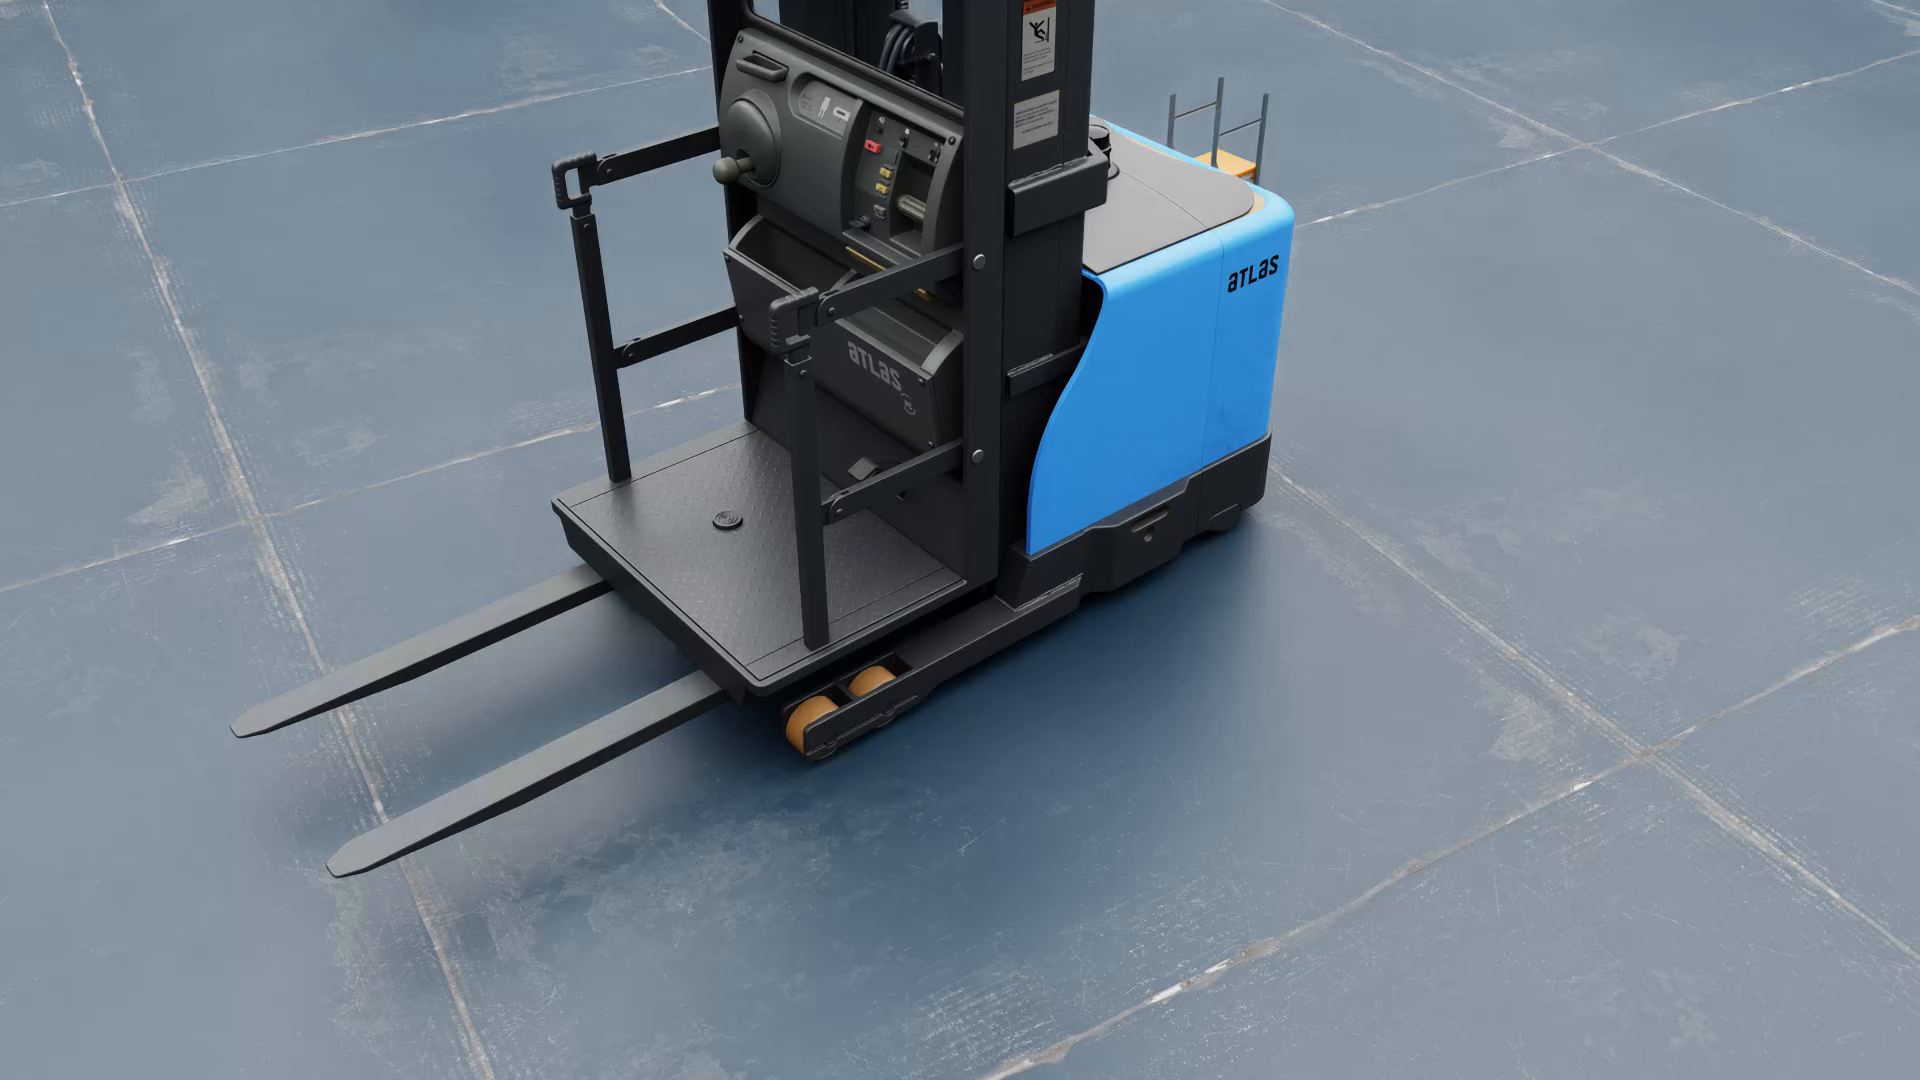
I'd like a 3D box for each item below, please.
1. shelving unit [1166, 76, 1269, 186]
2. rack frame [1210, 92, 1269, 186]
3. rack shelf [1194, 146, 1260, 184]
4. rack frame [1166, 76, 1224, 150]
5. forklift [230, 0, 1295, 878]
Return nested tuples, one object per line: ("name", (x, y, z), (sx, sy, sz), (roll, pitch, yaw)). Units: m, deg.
("shelving unit", (0.795, -0.882, 5.440), (0.258, 1.200, 0.189), (-27, 44, -32))
("rack frame", (0.855, -0.841, 5.384), (0.240, 1.200, 0.006), (-27, 44, -32))
("rack shelf", (0.795, -1.137, 5.254), (0.258, 0.103, 0.180), (-27, 44, -32))
("rack frame", (0.735, -0.922, 5.496), (0.240, 1.200, 0.006), (-27, 44, -32))
("forklift", (-0.480, -0.950, 4.065), (3.031, 2.935, 1.130), (-26, 43, -31))
